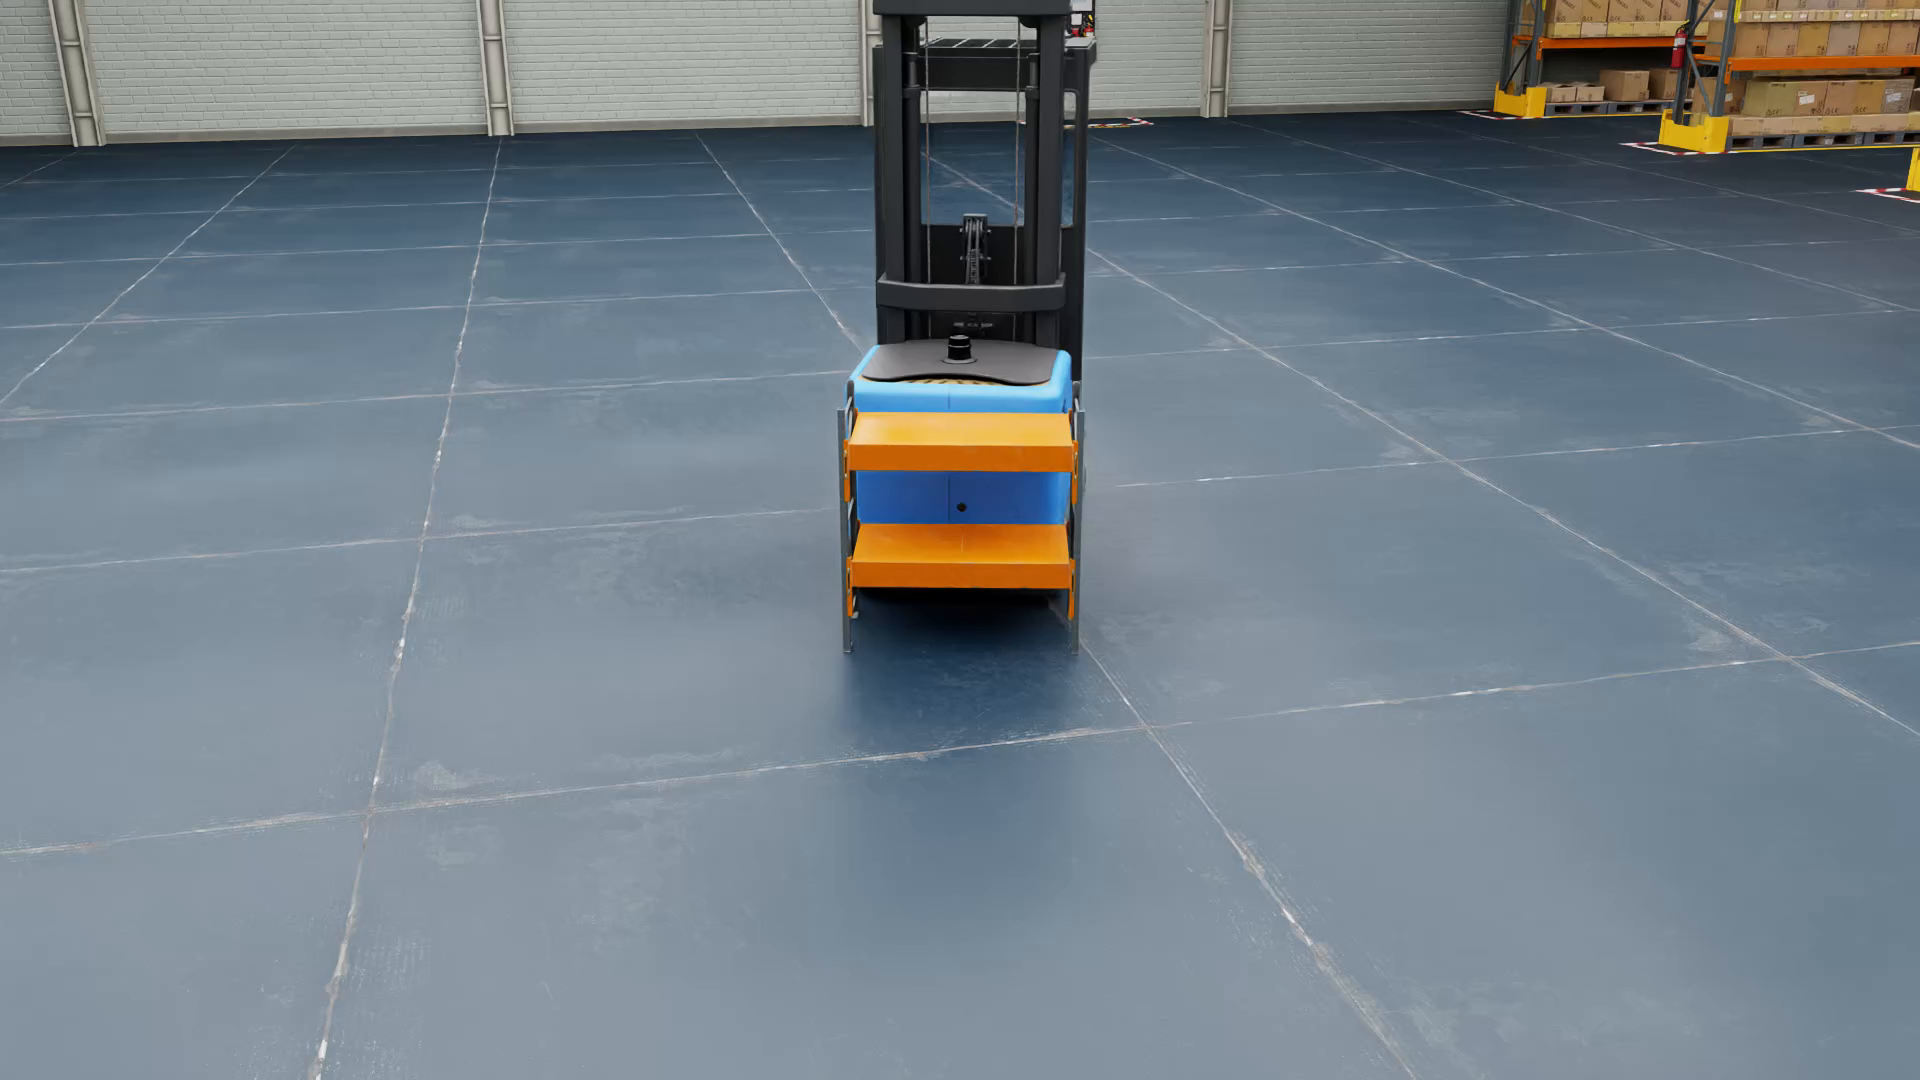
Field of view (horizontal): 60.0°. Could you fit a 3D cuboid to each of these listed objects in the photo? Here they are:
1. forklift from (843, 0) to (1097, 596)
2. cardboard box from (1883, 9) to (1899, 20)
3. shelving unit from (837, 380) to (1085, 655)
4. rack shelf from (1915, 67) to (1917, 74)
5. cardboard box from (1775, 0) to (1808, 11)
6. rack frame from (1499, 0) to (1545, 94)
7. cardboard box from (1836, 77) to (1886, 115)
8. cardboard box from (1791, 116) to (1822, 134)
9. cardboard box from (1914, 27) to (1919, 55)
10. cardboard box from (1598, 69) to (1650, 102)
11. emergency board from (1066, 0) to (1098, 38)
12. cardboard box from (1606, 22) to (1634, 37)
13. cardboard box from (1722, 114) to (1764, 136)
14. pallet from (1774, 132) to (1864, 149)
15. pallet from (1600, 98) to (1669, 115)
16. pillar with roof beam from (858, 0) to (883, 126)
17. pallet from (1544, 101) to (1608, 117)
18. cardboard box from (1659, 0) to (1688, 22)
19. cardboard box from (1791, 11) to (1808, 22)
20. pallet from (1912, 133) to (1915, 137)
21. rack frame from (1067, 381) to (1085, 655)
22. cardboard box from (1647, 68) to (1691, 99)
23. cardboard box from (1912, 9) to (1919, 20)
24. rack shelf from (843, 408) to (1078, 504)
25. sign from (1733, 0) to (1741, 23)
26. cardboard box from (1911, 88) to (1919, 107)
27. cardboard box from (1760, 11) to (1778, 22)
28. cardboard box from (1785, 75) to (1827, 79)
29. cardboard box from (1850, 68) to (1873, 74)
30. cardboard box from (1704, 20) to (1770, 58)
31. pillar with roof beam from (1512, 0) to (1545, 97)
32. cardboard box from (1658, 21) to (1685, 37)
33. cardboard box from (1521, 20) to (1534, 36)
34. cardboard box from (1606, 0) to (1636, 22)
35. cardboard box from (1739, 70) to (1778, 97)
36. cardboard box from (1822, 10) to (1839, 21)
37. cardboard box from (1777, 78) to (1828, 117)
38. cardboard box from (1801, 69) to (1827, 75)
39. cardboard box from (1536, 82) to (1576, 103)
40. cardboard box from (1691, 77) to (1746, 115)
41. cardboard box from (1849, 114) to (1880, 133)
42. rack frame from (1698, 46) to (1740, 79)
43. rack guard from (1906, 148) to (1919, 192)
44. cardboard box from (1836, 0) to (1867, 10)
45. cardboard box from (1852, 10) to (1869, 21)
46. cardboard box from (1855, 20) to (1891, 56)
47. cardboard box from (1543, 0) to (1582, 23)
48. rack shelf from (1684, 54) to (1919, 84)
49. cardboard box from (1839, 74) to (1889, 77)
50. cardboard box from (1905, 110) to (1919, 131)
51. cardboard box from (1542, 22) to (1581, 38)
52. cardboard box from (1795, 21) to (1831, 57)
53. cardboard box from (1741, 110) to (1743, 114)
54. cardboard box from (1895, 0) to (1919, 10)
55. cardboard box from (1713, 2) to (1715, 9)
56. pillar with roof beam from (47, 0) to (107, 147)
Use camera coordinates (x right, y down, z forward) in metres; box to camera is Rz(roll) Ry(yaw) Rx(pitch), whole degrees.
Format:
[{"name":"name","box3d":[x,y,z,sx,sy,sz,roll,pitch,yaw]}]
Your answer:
[{"name":"forklift","box3d":[0.136,-1.577,8.857,1.130,2.935,3.031,2,20,7]},{"name":"cardboard box","box3d":[13.598,-7.753,24.531,0.250,0.149,0.380,-5,21,-13]},{"name":"shelving unit","box3d":[0.009,-0.105,7.466,1.048,1.125,0.538,0,20,1]},{"name":"rack shelf","box3d":[16.750,-7.396,25.689,4.000,0.370,1.077,-5,21,-12]},{"name":"cardboard box","box3d":[11.931,-7.995,24.247,0.500,0.500,0.700,-5,21,-14]},{"name":"rack frame","box3d":[9.768,-8.916,28.794,0.127,3.000,1.000,-5,21,-12]},{"name":"cardboard box","box3d":[13.428,-6.647,24.896,0.500,0.500,0.500,-5,21,-12]},{"name":"cardboard box","box3d":[12.457,-6.213,24.801,0.500,0.250,0.500,-5,21,-12]},{"name":"cardboard box","box3d":[14.374,-7.585,25.014,0.500,0.500,0.700,-5,21,-14]},{"name":"cardboard box","box3d":[11.742,-8.060,29.452,0.500,0.500,0.700,-6,21,-16]},{"name":"emergency board","box3d":[1.997,-8.604,27.940,0.643,1.169,0.194,-5,21,-12]},{"name":"cardboard box","box3d":[11.315,-8.872,28.862,0.500,0.250,0.500,-5,21,-13]},{"name":"cardboard box","box3d":[11.484,-6.132,24.582,0.500,0.250,0.500,-5,21,-12]},{"name":"pallet","box3d":[12.831,-6.119,25.212,1.213,0.211,1.003,-5,21,-12]},{"name":"pallet","box3d":[11.825,-7.761,29.694,1.213,0.211,1.003,-5,21,-12]},{"name":"pillar with roof beam","box3d":[-0.437,-9.687,22.177,0.400,9.000,9.100,-5,21,-12]},{"name":"pallet","box3d":[10.641,-7.665,29.434,1.213,0.211,1.003,-5,21,-12]},{"name":"cardboard box","box3d":[12.295,-9.305,28.955,0.500,0.500,0.500,-5,21,-14]},{"name":"cardboard box","box3d":[12.088,-7.629,24.192,0.250,0.149,0.380,-5,21,-13]},{"name":"pallet","box3d":[15.512,-6.337,25.807,1.213,0.211,1.003,-5,21,-12]},{"name":"rack frame","box3d":[0.517,-0.101,7.454,0.032,1.125,0.500,0,20,1]},{"name":"cardboard box","box3d":[12.660,-8.170,29.752,0.500,0.500,0.500,-6,21,-17]},{"name":"cardboard box","box3d":[14.093,-7.793,24.639,0.250,0.149,0.380,-5,21,-14]},{"name":"rack shelf","box3d":[0.009,-0.380,7.365,1.000,0.278,0.538,0,20,1]},{"name":"sign","box3d":[11.033,-7.516,23.597,0.005,0.325,0.100,-5,21,-12]},{"name":"cardboard box","box3d":[15.132,-6.872,25.786,0.500,0.311,0.500,-5,21,-12]},{"name":"cardboard box","box3d":[11.599,-7.591,24.087,0.250,0.149,0.380,-5,21,-14]},{"name":"cardboard box","box3d":[12.821,-6.782,25.264,0.500,0.500,0.500,-5,21,-12]},{"name":"cardboard box","box3d":[16.336,-8.506,30.669,0.500,0.500,0.700,-5,21,-13]},{"name":"cardboard box","box3d":[11.369,-7.338,24.340,0.500,0.500,0.700,-5,21,-12]},{"name":"pillar with roof beam","box3d":[11.241,-10.637,24.770,0.400,9.000,9.100,-5,21,-12]},{"name":"cardboard box","box3d":[12.297,-8.951,29.079,0.500,0.250,0.500,-5,21,-13]},{"name":"cardboard box","box3d":[10.178,-8.957,29.095,0.500,0.250,0.500,-4,21,-12]},{"name":"cardboard box","box3d":[11.289,-9.219,28.720,0.500,0.500,0.500,-5,21,-14]},{"name":"cardboard box","box3d":[14.373,-8.330,30.187,0.500,0.500,0.700,-4,20,-11]},{"name":"cardboard box","box3d":[12.596,-7.672,24.308,0.250,0.149,0.380,-5,21,-13]},{"name":"cardboard box","box3d":[12.454,-6.569,24.682,0.500,0.500,0.500,-5,21,-12]},{"name":"cardboard box","box3d":[15.370,-8.414,30.418,0.500,0.500,0.700,-4,21,-12]},{"name":"cardboard box","box3d":[10.462,-7.885,29.248,0.500,0.311,0.500,-7,21,-19]},{"name":"cardboard box","box3d":[11.365,-6.659,24.928,0.500,0.500,0.500,-5,21,-12]},{"name":"cardboard box","box3d":[13.431,-6.290,25.013,0.500,0.250,0.500,-5,21,-12]},{"name":"rack frame","box3d":[13.660,-9.233,29.659,0.127,3.000,1.000,-5,21,-12]},{"name":"rack guard","box3d":[12.111,-4.448,20.231,0.348,0.500,1.175,-5,21,-12]},{"name":"cardboard box","box3d":[12.908,-8.075,24.465,0.500,0.500,0.700,-5,21,-12]},{"name":"cardboard box","box3d":[13.095,-7.711,24.416,0.250,0.149,0.380,-4,20,-11]},{"name":"cardboard box","box3d":[13.373,-7.502,24.789,0.500,0.500,0.700,-4,21,-12]},{"name":"cardboard box","box3d":[10.302,-9.145,28.516,0.500,0.500,0.500,-5,21,-12]},{"name":"rack shelf","box3d":[12.858,-7.079,24.824,4.000,0.370,1.077,-5,21,-12]},{"name":"cardboard box","box3d":[13.796,-6.859,25.475,0.500,0.500,0.500,-5,21,-12]},{"name":"cardboard box","box3d":[14.403,-6.371,25.234,0.500,0.250,0.500,-5,21,-12]},{"name":"cardboard box","box3d":[10.316,-8.788,28.632,0.500,0.250,0.500,-5,21,-14]},{"name":"cardboard box","box3d":[12.363,-7.419,24.560,0.500,0.500,0.700,-5,21,-12]},{"name":"cardboard box","box3d":[11.849,-6.349,25.174,0.500,0.250,0.500,-5,21,-12]},{"name":"cardboard box","box3d":[13.882,-8.153,24.680,0.500,0.500,0.700,-5,21,-13]},{"name":"cardboard box","box3d":[13.272,-9.383,29.167,0.500,0.500,0.500,-5,21,-13]},{"name":"pillar with roof beam","box3d":[-12.115,-8.738,19.584,0.400,9.000,9.100,-5,21,-12]}]
